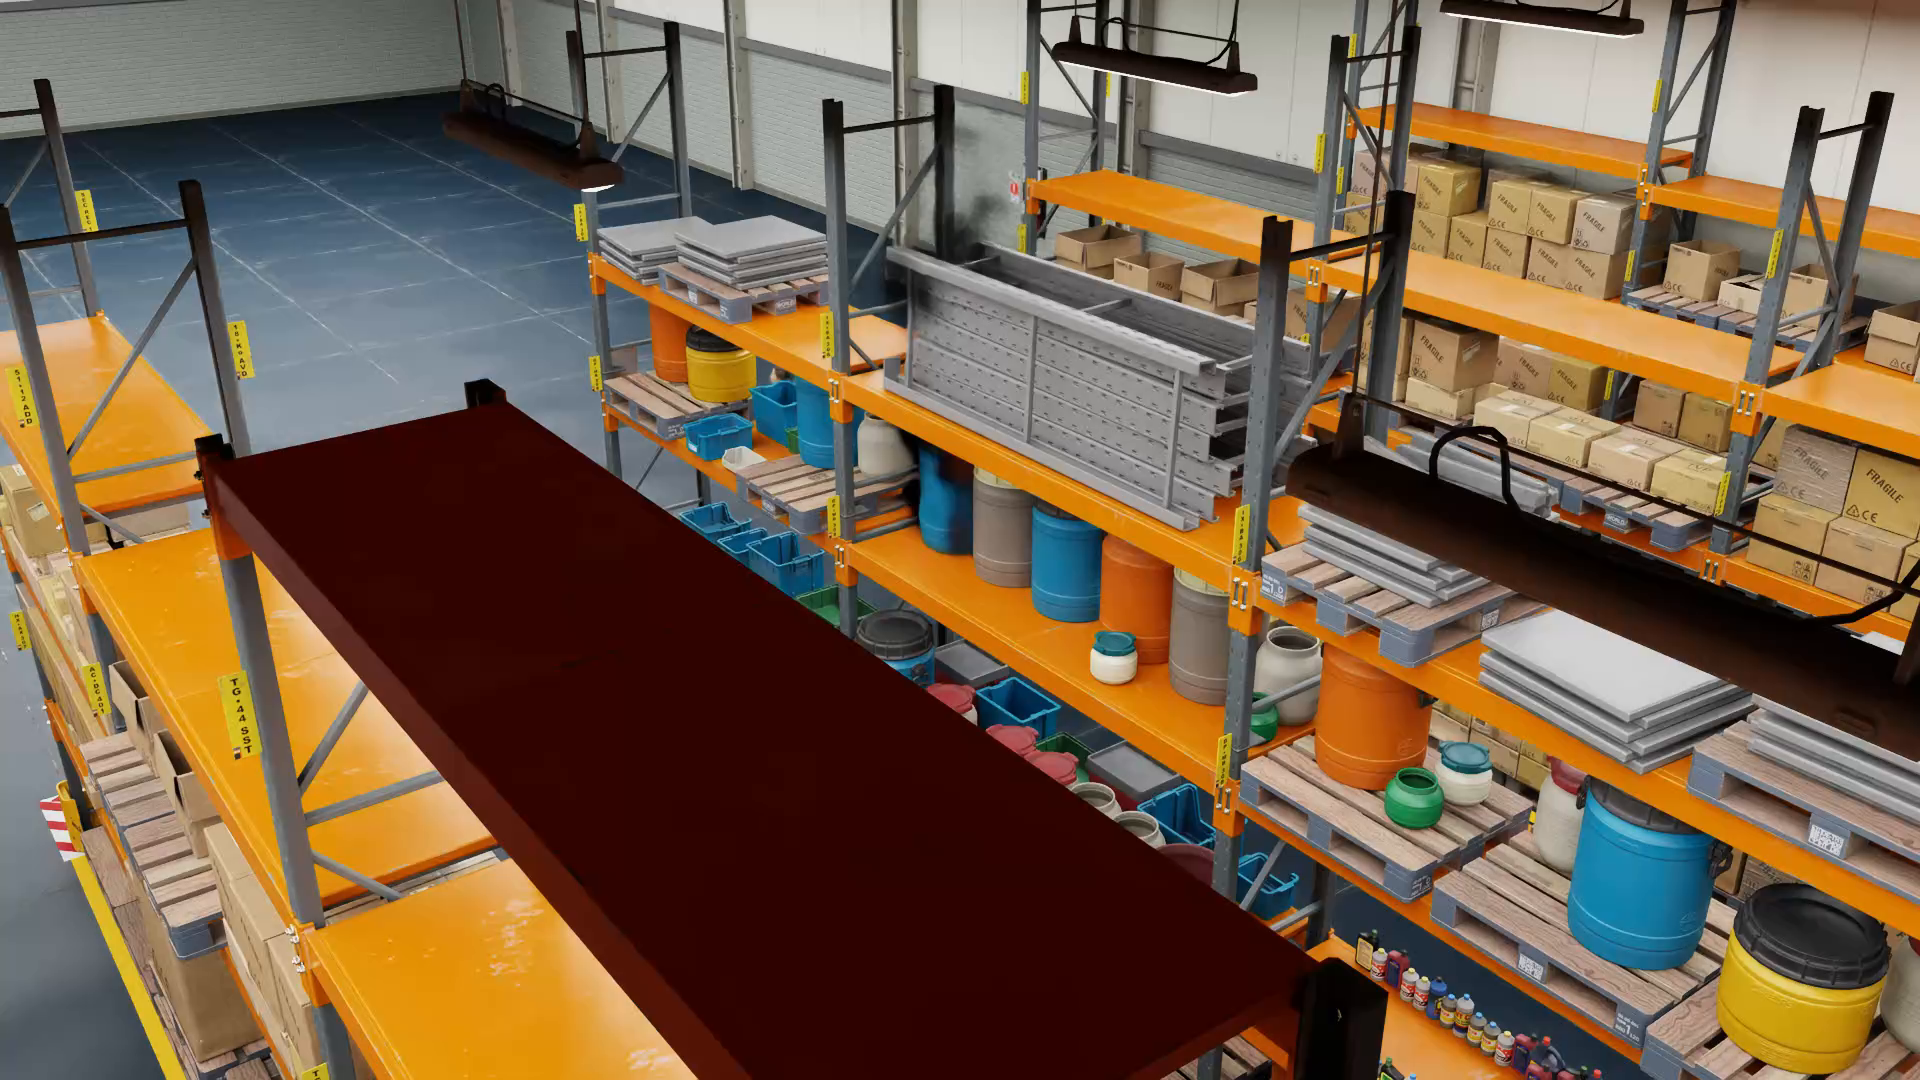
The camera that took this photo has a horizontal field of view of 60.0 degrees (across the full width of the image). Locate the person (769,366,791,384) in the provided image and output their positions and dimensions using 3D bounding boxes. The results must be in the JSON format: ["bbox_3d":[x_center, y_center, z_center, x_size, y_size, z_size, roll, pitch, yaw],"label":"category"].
[{"bbox_3d":[-2.046,-1.254,19.707,0.860,1.672,0.572,-2,25,-4],"label":"person"}]
